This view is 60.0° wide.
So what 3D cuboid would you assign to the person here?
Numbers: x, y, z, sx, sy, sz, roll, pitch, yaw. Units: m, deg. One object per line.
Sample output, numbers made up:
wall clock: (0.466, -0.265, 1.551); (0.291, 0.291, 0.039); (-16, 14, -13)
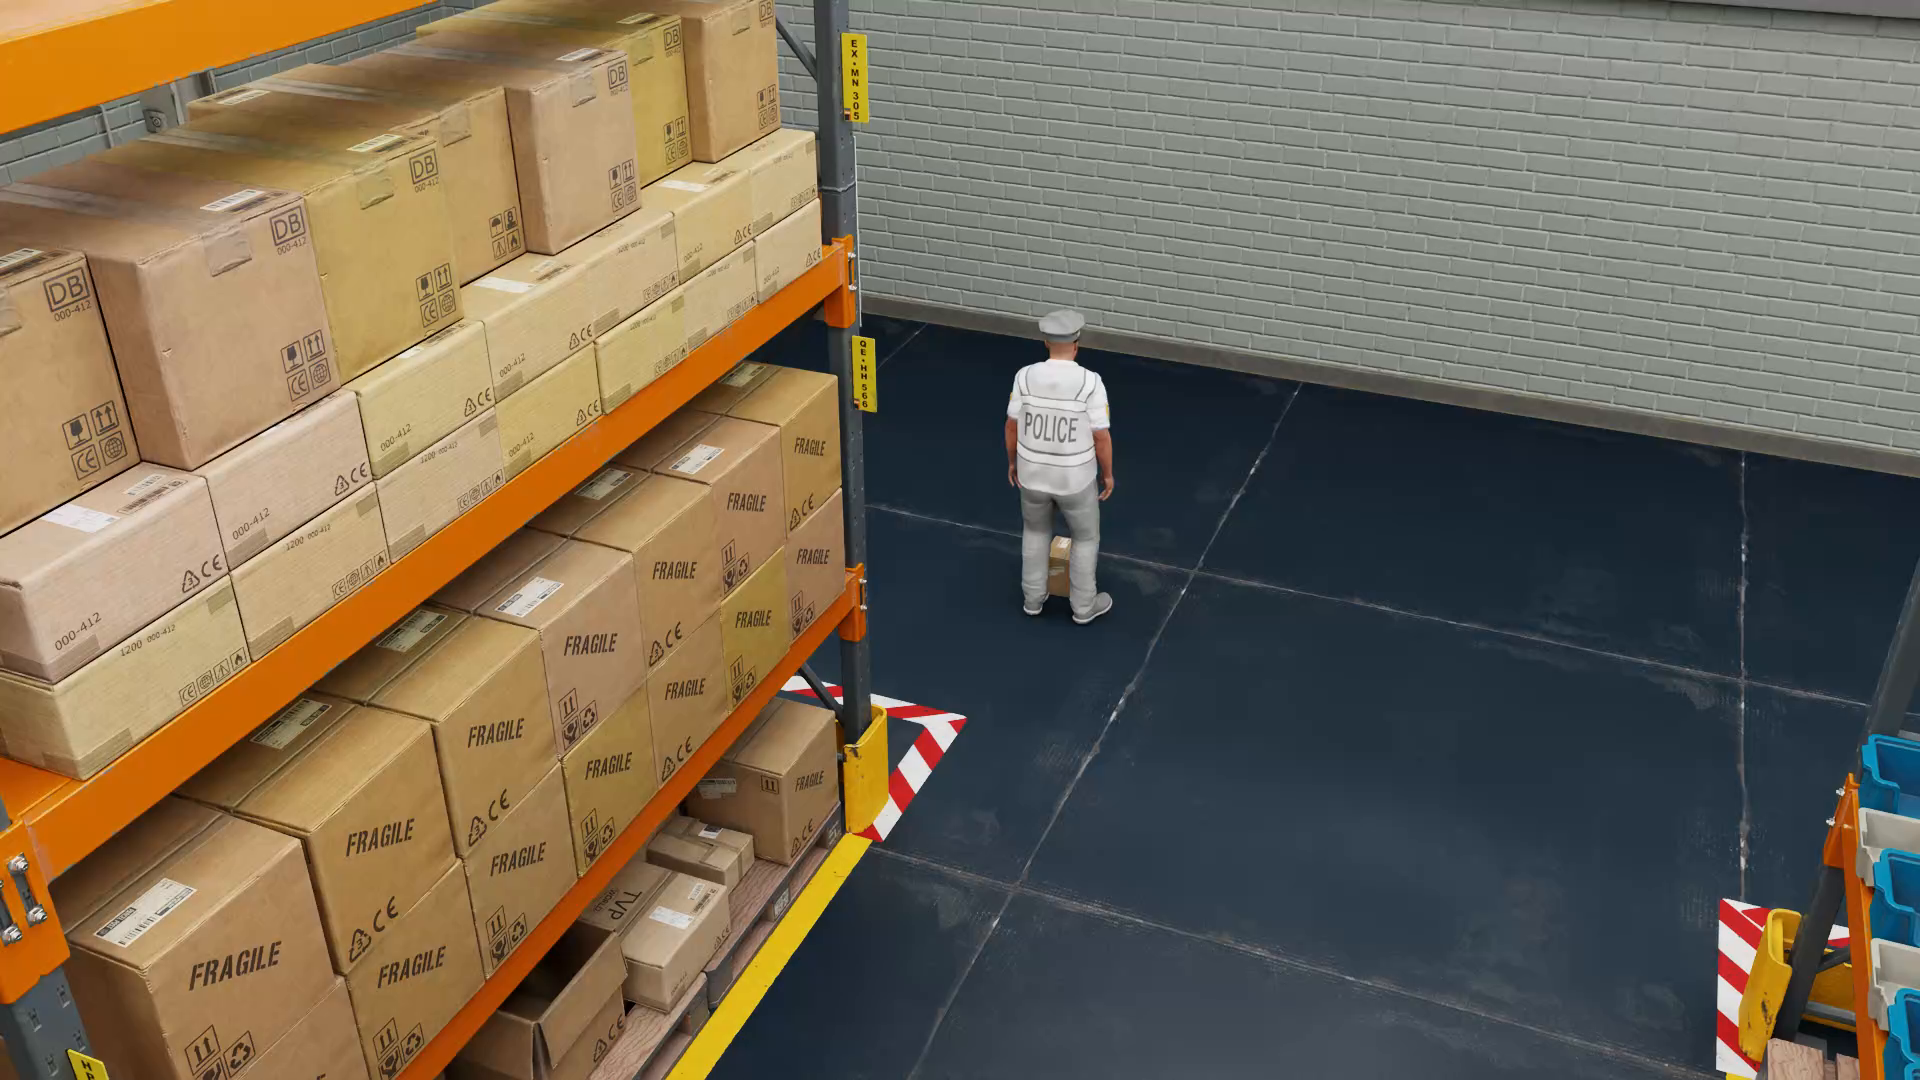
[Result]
person: (0.535, -0.363, 9.032); (0.603, 1.750, 0.427); (10, 31, 17)
